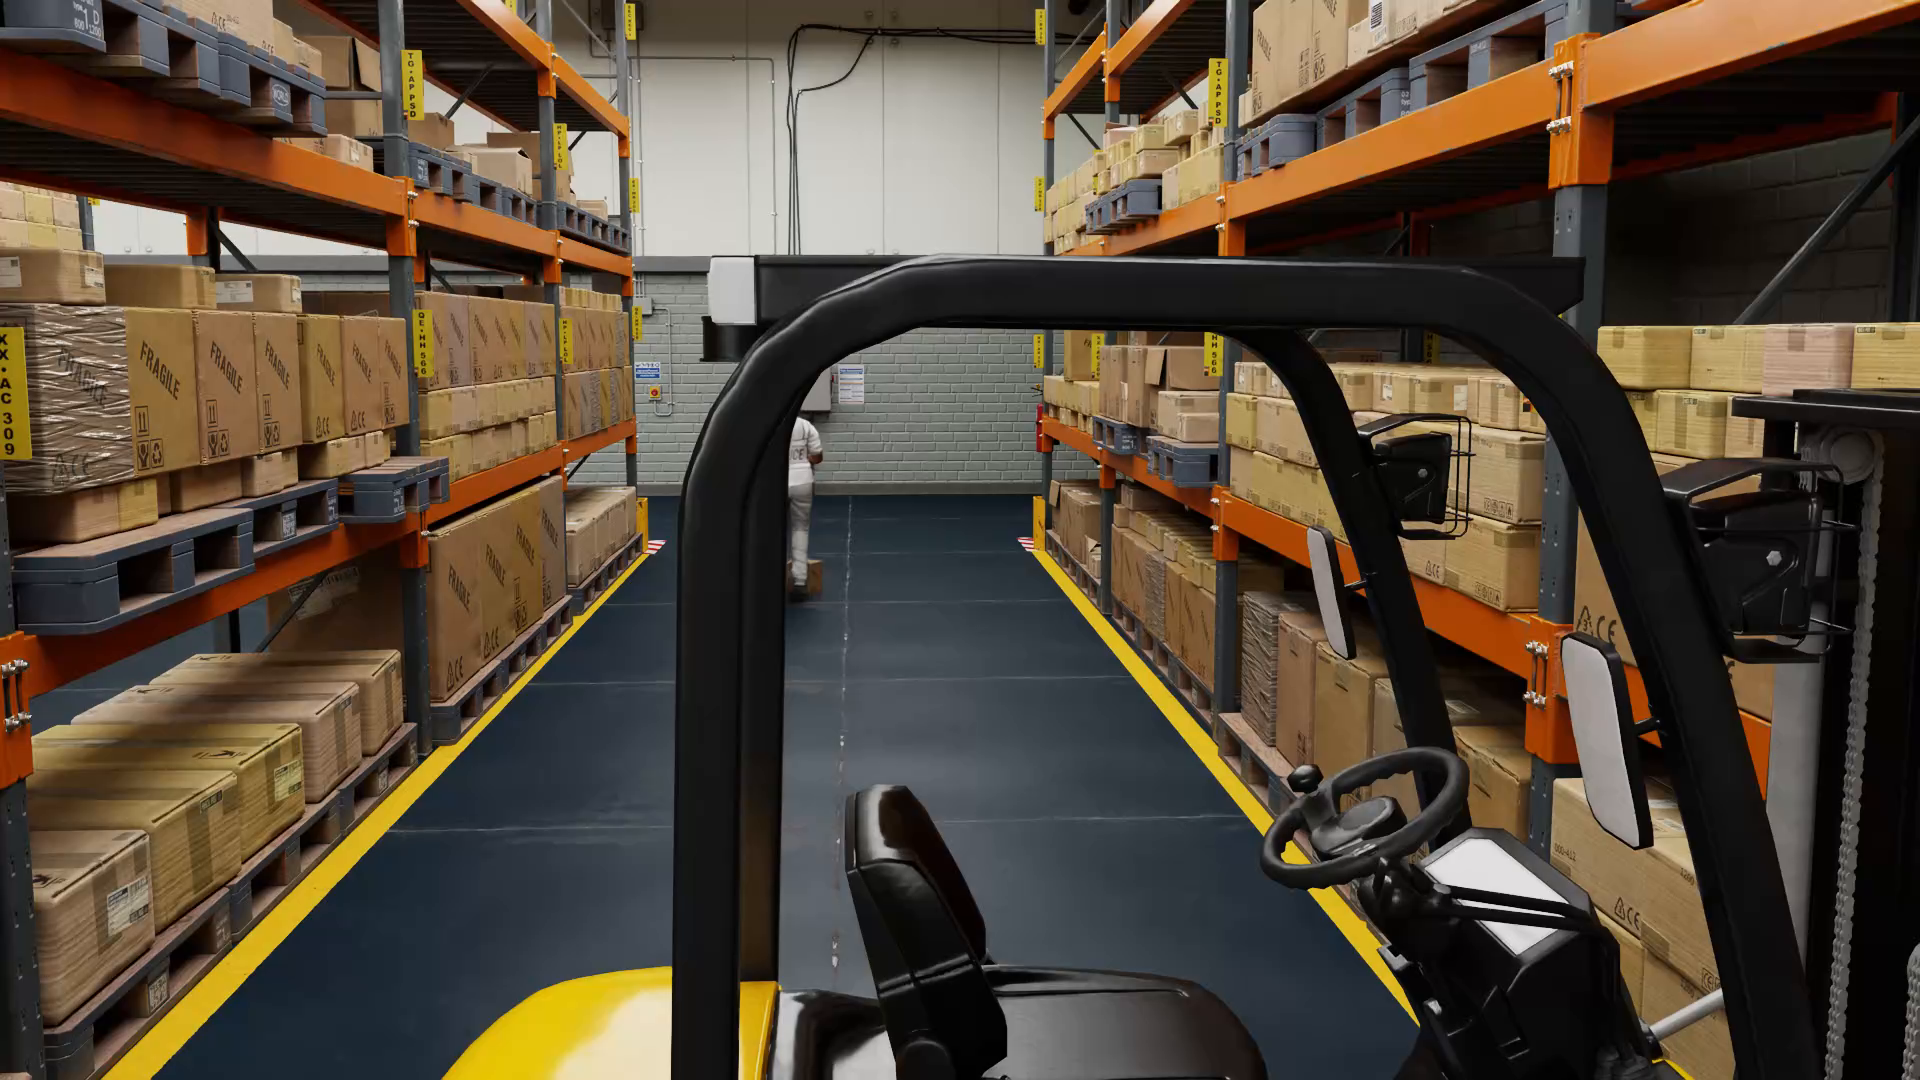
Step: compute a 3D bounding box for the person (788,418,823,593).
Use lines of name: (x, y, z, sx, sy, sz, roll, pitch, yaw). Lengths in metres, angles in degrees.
person: (-1.396, -0.385, 13.311, 0.602, 1.680, 0.777, -1, 7, -11)
